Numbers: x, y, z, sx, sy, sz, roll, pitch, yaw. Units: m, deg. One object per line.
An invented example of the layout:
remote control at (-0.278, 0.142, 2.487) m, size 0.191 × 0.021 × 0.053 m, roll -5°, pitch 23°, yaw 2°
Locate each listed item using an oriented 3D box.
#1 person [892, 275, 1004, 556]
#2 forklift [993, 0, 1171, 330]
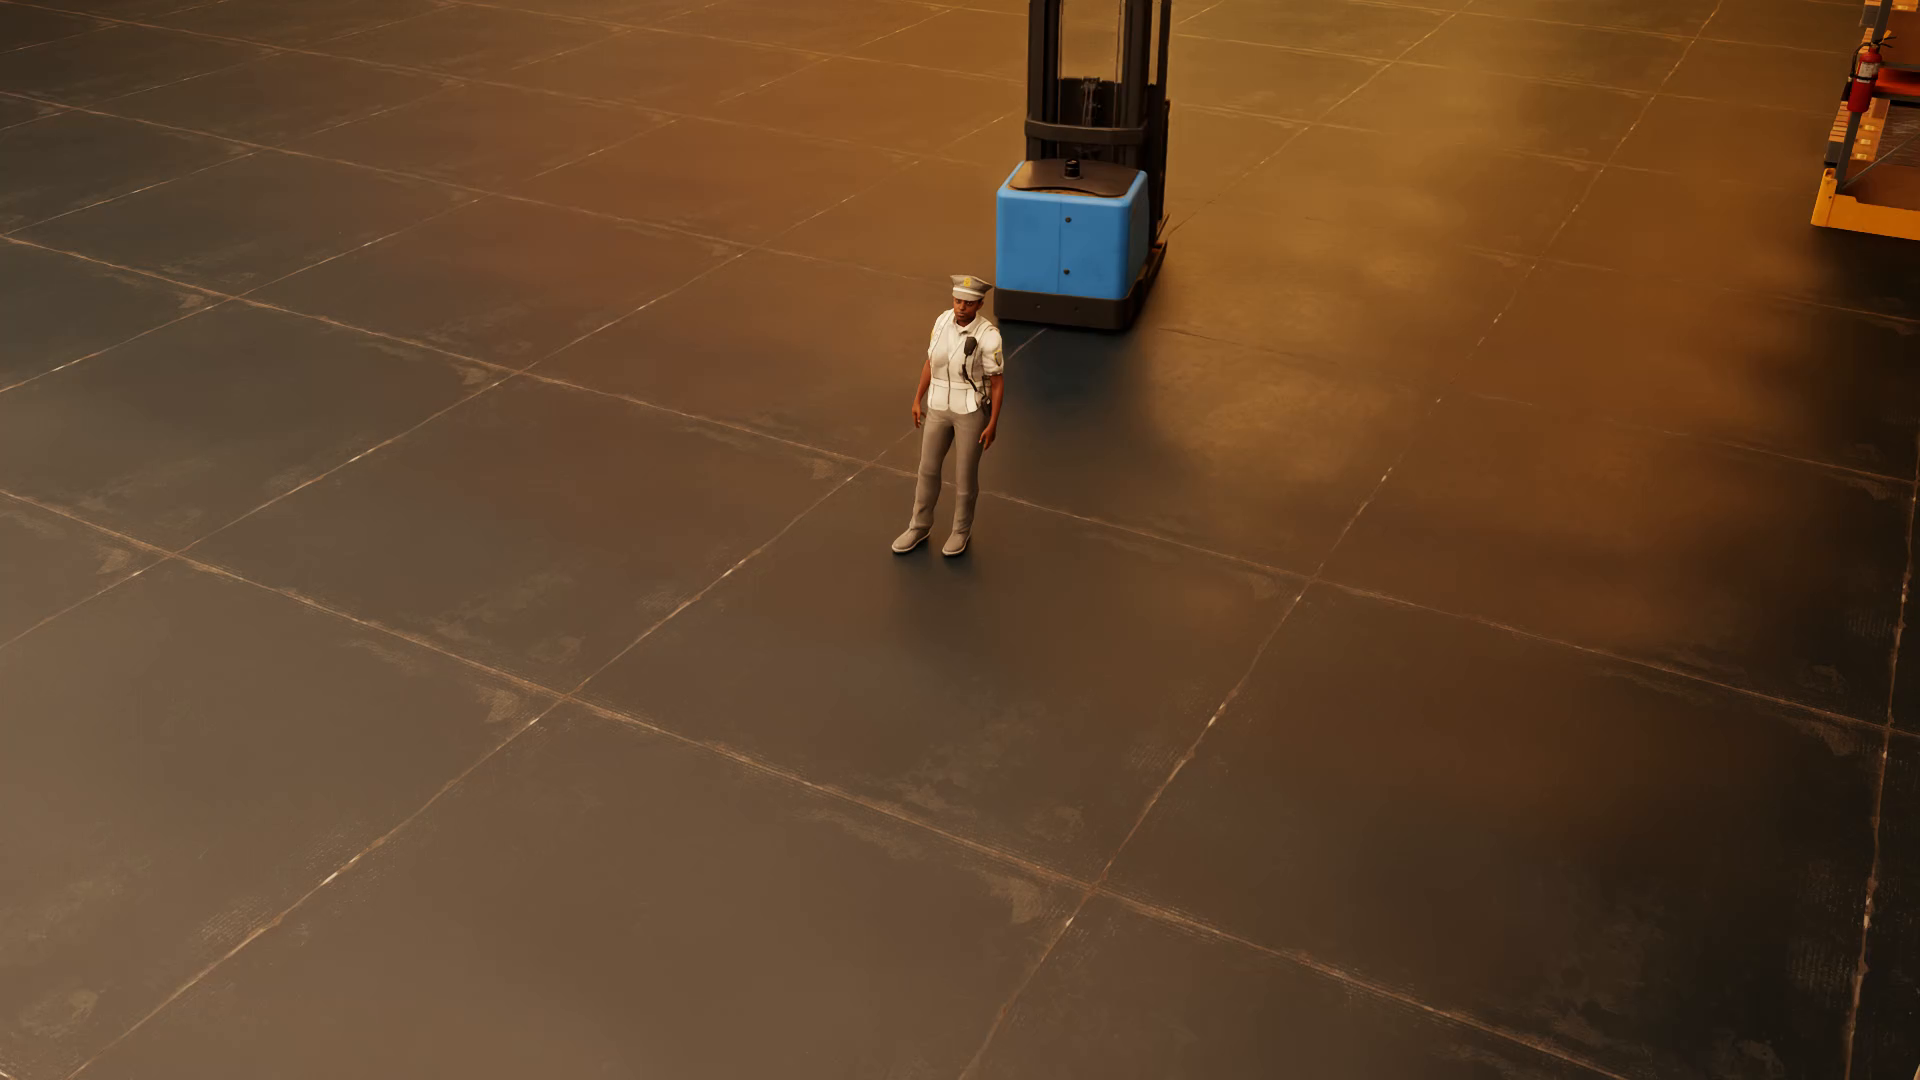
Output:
person at (-0.054, -0.711, 9.528) m, size 0.569 × 1.692 × 0.530 m, roll 15°, pitch 33°, yaw 25°
forklift at (1.133, -3.588, 13.288) m, size 1.130 × 2.935 × 3.031 m, roll 8°, pitch 31°, yaw 13°
